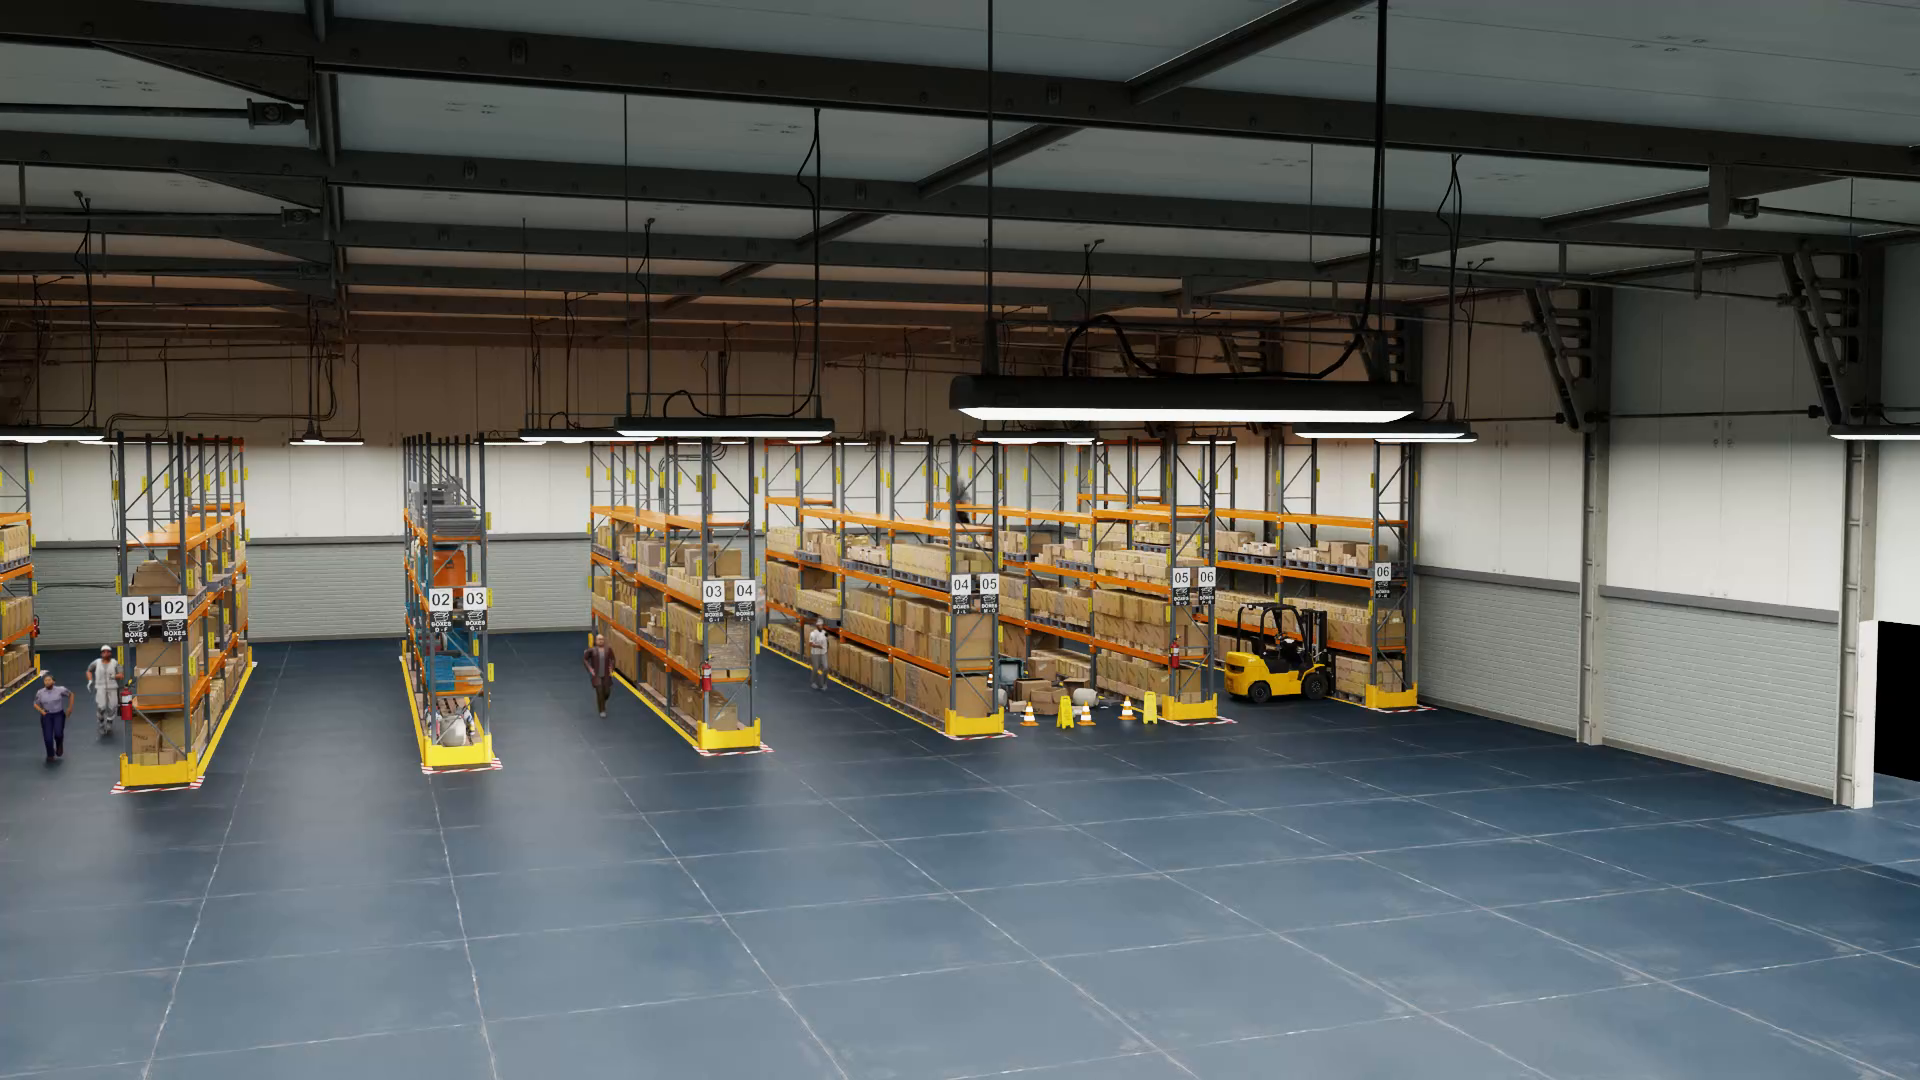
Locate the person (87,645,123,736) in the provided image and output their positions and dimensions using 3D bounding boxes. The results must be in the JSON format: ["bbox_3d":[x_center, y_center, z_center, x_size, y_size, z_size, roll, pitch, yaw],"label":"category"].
[{"bbox_3d":[-17.008,2.991,33.114,0.641,1.785,0.701,-2,4,-32],"label":"person"}]

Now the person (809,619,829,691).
[{"bbox_3d":[-3.320,2.724,39.255,0.530,1.732,0.749,-1,3,-23],"label":"person"}]

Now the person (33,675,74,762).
[{"bbox_3d":[-16.482,3.252,30.229,0.628,1.596,0.705,-1,3,-20],"label":"person"}]

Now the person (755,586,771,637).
[{"bbox_3d":[-5.849,2.182,49.080,0.856,1.635,0.607,-2,4,-29],"label":"person"}]

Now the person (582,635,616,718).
[{"bbox_3d":[-7.687,2.883,35.449,0.723,1.745,0.734,-2,4,-26],"label":"person"}]
